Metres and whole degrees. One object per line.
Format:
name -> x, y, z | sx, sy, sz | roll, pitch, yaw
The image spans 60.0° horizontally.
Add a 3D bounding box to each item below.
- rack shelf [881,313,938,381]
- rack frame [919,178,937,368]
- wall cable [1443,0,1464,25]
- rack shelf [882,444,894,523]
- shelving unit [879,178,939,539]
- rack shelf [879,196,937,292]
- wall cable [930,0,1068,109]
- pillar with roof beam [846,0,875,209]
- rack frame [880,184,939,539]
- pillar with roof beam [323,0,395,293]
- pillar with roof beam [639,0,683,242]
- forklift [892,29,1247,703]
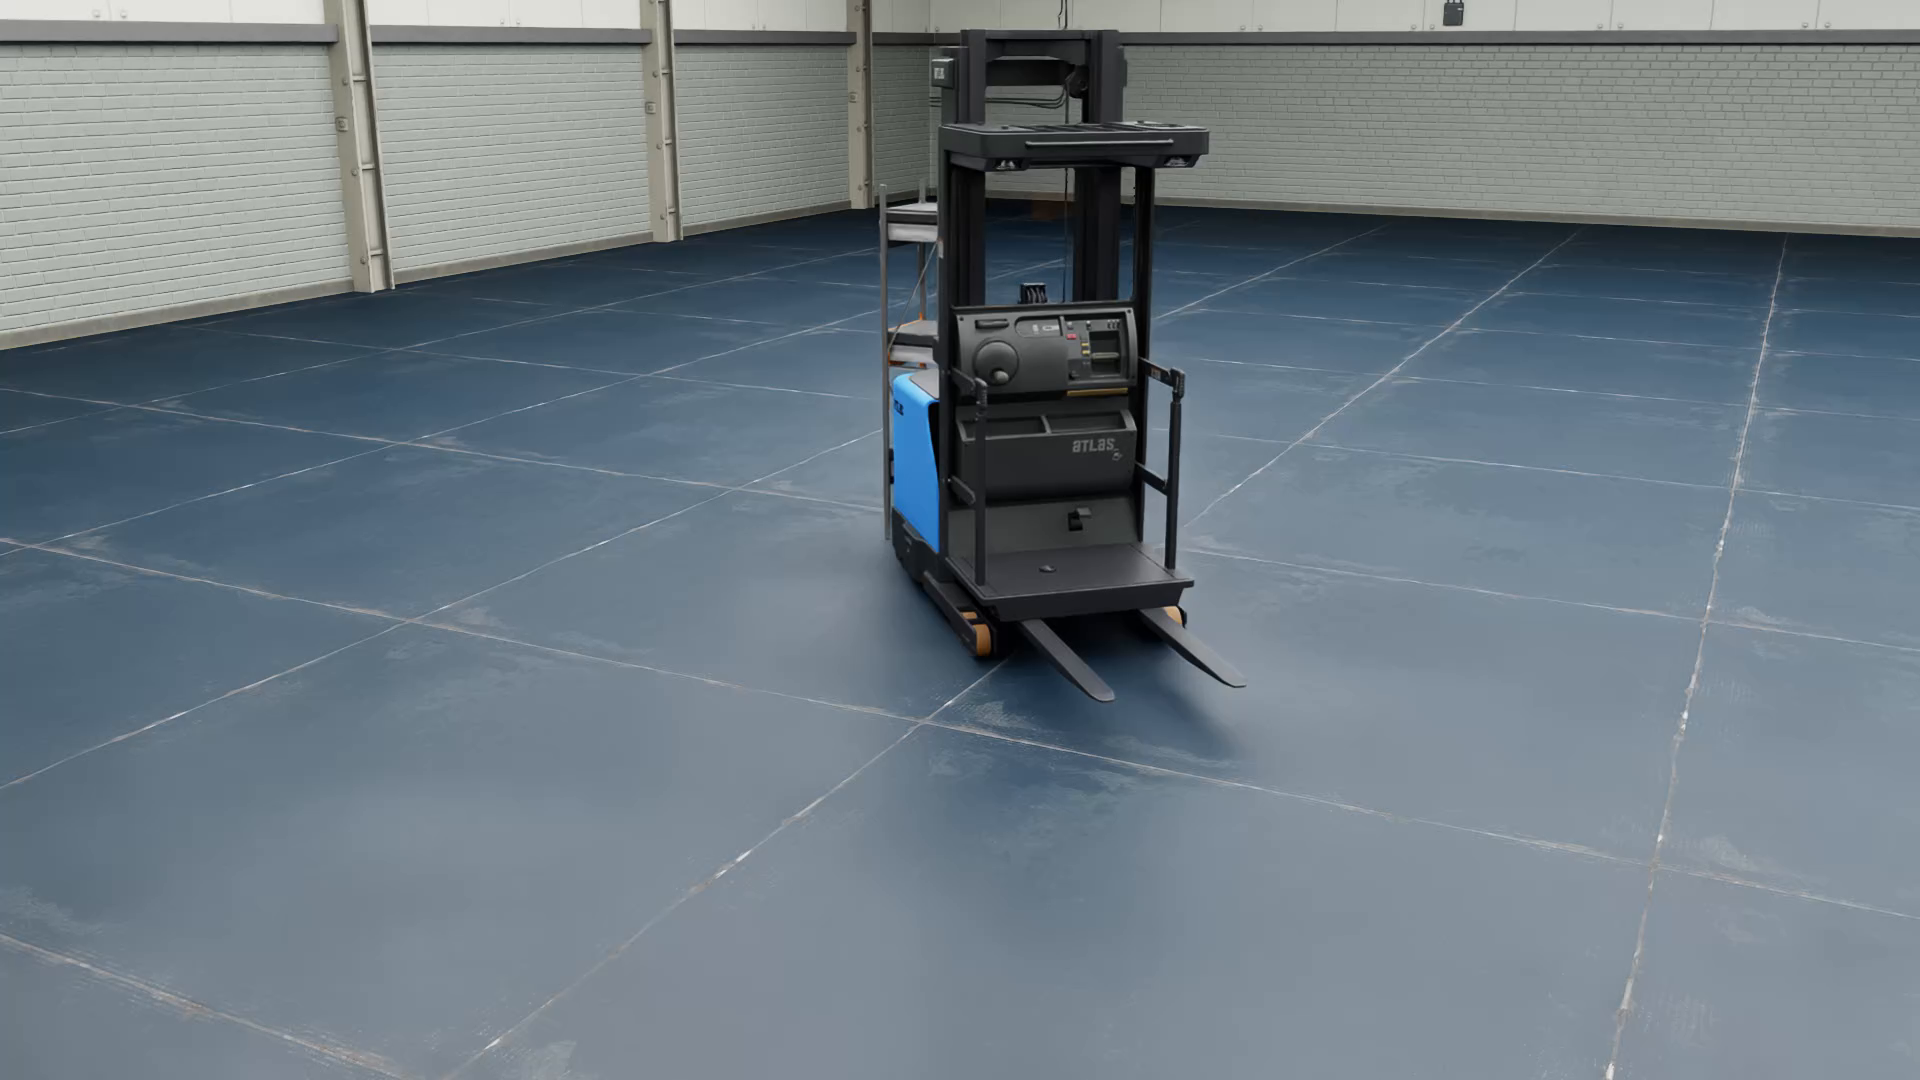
rack shelf -> -0.167, -1.042, 9.894 | 0.431, 0.518, 0.480 | 8, 18, 25
rack frame -> -0.060, -1.118, 10.100 | 0.400, 2.100, 0.015 | 8, 18, 25
wall cable -> 9.188, -11.427, 26.720 | 2.305, 6.003, 0.169 | 8, 18, 25
rack shelf -> -0.167, -0.371, 10.093 | 0.431, 0.518, 0.480 | 8, 18, 25
shelving unit -> -0.167, -1.055, 9.890 | 0.431, 2.100, 0.503 | 8, 18, 25
rack shelf -> -0.167, -1.713, 9.695 | 0.431, 0.518, 0.480 | 8, 18, 25
wall cable -> 0.702, -9.520, 31.726 | 3.097, 2.526, 0.112 | 8, 18, 25
pillar with roof beam -> 2.054, -9.879, 27.480 | 9.100, 9.000, 0.400 | 8, 18, 25
rack frame -> -0.275, -0.993, 9.680 | 0.400, 2.100, 0.015 | 8, 18, 25
pillar with roof beam -> -3.308, -6.822, 17.189 | 9.100, 9.000, 0.400 | 8, 18, 25
pillar with roof beam -> -0.627, -8.351, 22.334 | 9.100, 9.000, 0.400 | 8, 18, 25
forklift -> 0.499, -0.955, 8.093 | 1.130, 2.935, 3.031 | -5, 17, -15
